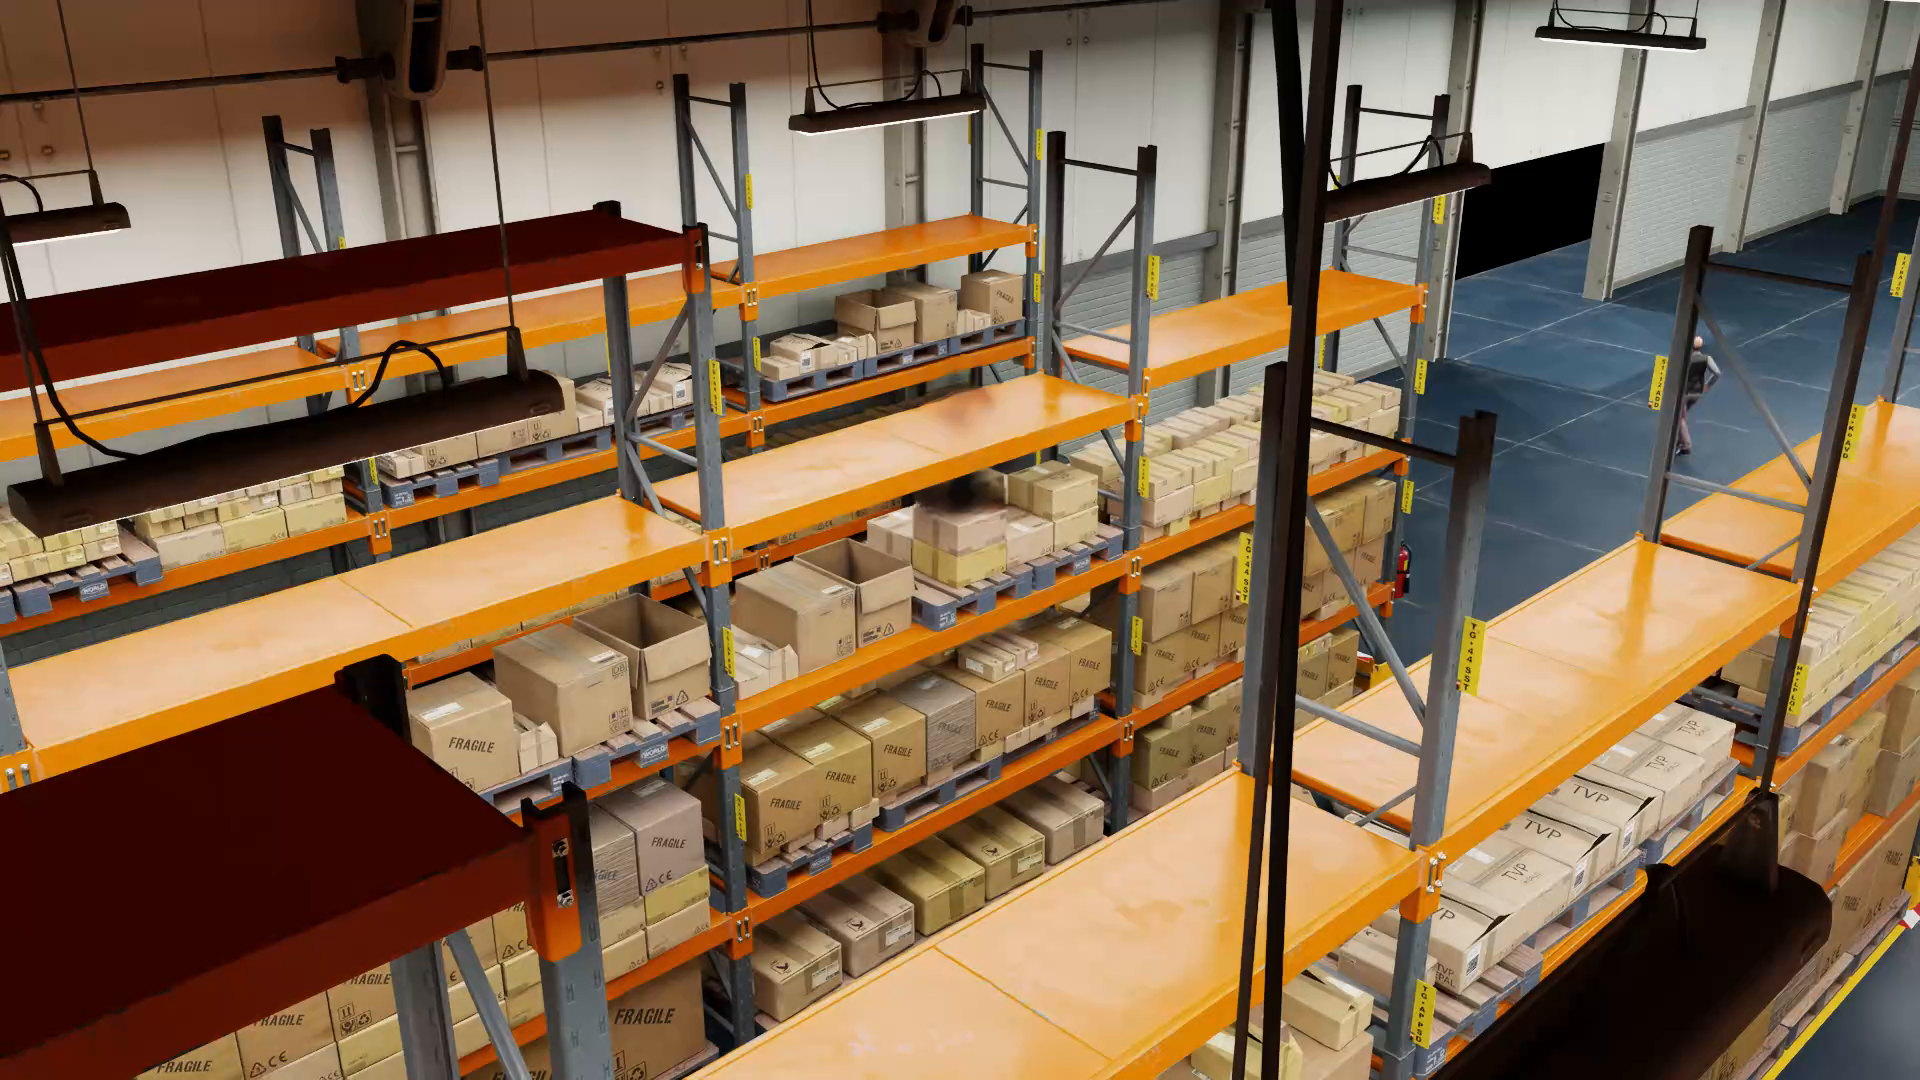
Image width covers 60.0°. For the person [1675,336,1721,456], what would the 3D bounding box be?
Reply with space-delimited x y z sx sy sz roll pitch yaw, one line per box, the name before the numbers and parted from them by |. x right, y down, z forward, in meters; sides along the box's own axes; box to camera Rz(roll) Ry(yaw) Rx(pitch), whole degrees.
person | 10.253 -2.021 23.469 0.633 1.771 0.825 -3 23 -8
